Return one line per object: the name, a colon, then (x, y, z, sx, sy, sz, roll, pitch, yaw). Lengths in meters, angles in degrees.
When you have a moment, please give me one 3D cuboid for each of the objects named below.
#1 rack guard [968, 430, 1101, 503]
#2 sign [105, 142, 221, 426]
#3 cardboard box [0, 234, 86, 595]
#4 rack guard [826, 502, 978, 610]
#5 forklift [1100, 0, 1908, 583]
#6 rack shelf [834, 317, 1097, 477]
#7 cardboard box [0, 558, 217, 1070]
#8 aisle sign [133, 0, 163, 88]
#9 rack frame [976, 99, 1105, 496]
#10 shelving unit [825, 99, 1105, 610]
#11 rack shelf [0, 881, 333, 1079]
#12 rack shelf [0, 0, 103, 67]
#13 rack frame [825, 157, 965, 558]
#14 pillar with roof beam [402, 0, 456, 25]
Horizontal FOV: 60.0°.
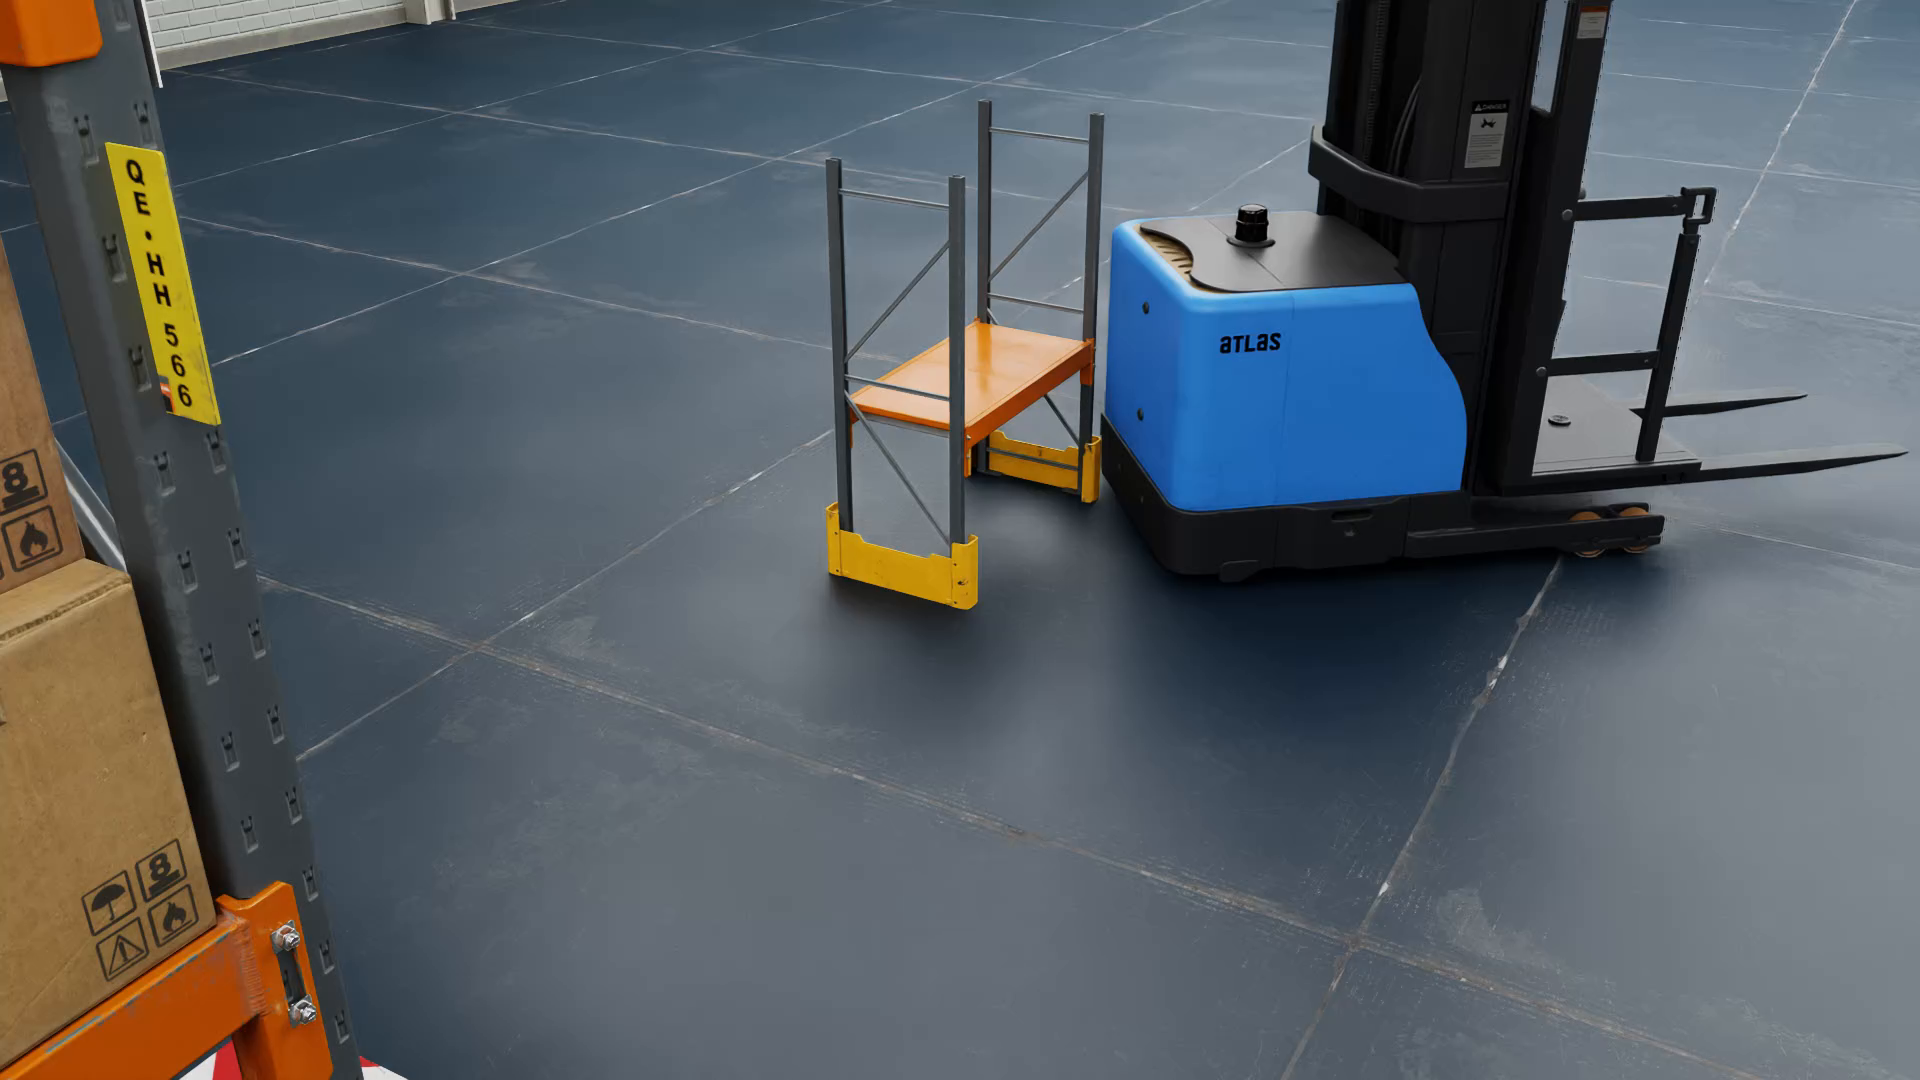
rack guard: (0.282, -0.336, 6.641, 0.587, 0.250, 0.087, 14, 30, 26)
sign: (-0.922, -0.292, 1.924, 0.100, 0.325, 0.005, 14, 30, 26)
cardboard box: (-1.604, -0.207, 1.938, 0.875, 0.550, 0.550, 14, 30, 26)
rack guard: (-0.207, 0.053, 5.866, 0.587, 0.250, 0.087, 14, 30, 26)
forklift: (2.125, -1.472, 5.917, 3.031, 2.935, 1.130, -5, 27, -10)
rack shelf: (0.042, -0.543, 6.061, 0.538, 0.185, 1.000, 14, 30, 26)
cardboard box: (-1.531, 0.295, 2.143, 0.875, 0.550, 0.550, 14, 30, 26)
aisle sign: (-1.092, -0.917, 1.827, 0.394, 0.787, 0.004, 14, 30, 26)
rack frame: (0.292, -0.902, 6.376, 0.500, 1.500, 0.032, 14, 30, 26)
shelving unit: (0.037, -0.700, 5.974, 0.587, 1.500, 1.083, 14, 30, 26)
rack shelf: (-2.372, 1.308, 1.089, 1.077, 0.370, 4.000, 14, 30, 26)
rack shelf: (-2.372, -0.033, 0.418, 1.077, 0.370, 4.000, 14, 30, 26)
rack frame: (-0.208, -0.506, 5.585, 0.500, 1.500, 0.032, 14, 30, 26)
pillar with roof beam: (-1.547, -8.274, 12.725, 9.100, 9.000, 0.400, 14, 30, 26)
